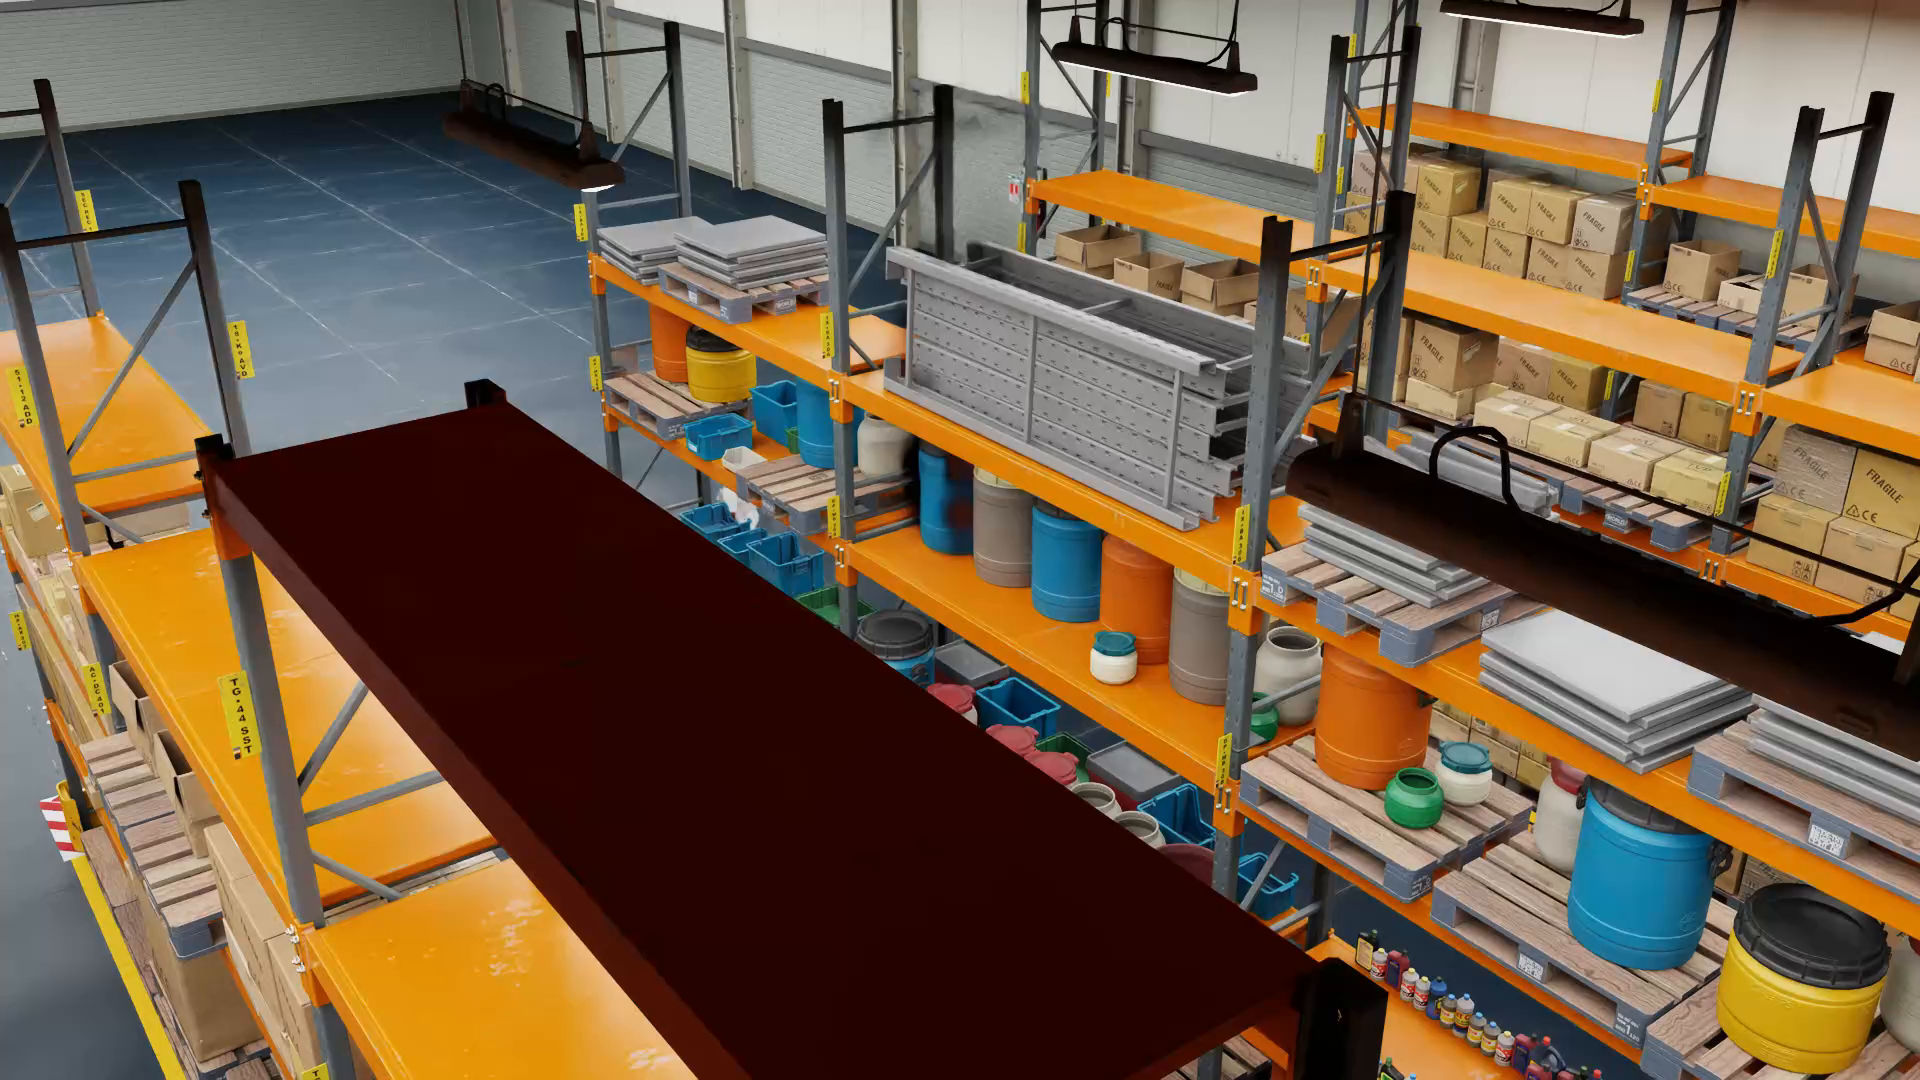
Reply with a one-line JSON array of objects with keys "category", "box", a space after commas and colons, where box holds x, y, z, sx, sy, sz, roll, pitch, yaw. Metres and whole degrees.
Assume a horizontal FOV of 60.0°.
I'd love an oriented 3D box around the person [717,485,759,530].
[{"category": "person", "box": [-2.263, -0.154, 17.288, 0.696, 1.708, 0.727, 10, 27, 21]}]
